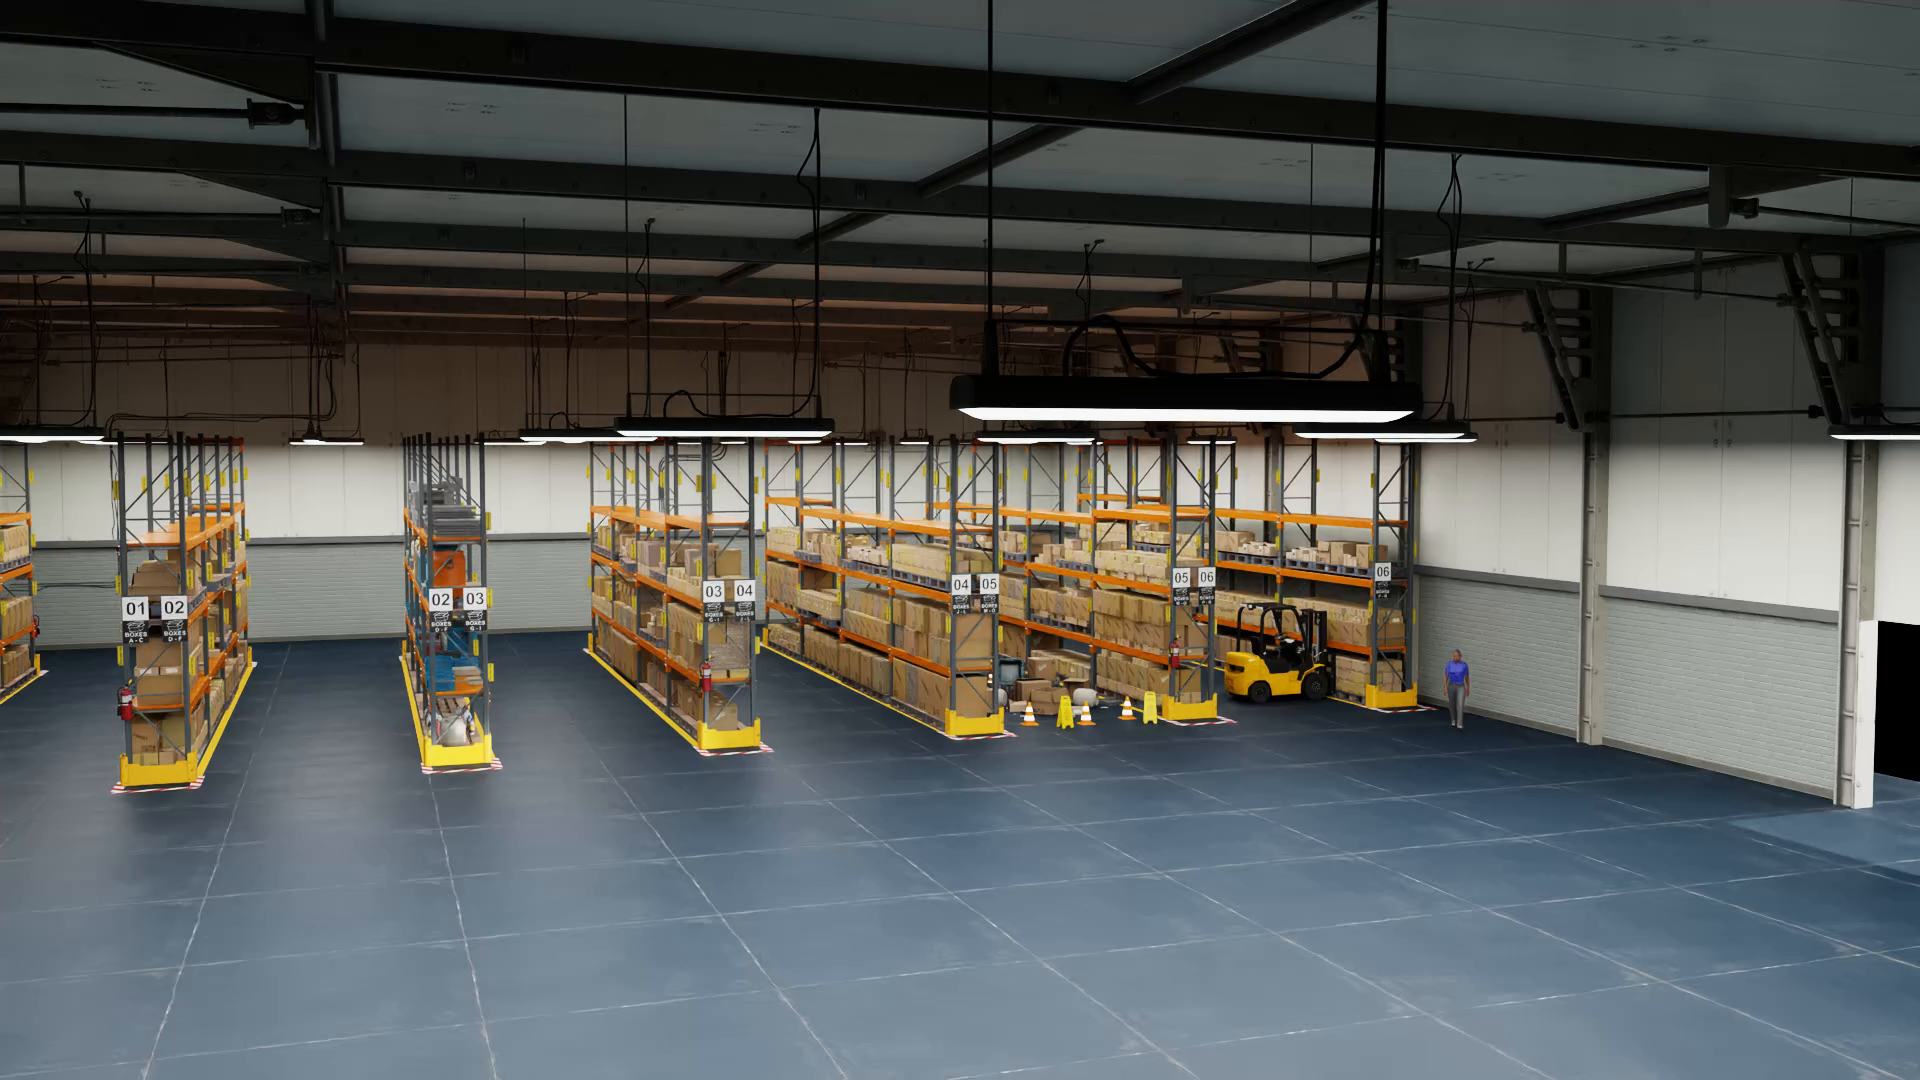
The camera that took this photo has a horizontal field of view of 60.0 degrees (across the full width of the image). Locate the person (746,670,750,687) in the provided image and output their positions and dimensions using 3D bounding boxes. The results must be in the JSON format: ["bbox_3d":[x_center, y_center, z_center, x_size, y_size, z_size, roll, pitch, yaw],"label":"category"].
[{"bbox_3d":[-5.277,2.658,39.848,0.514,1.684,1.117,-2,4,-36],"label":"person"}]

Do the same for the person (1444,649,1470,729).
[{"bbox_3d":[10.085,3.028,33.812,0.474,1.601,1.019,2,4,26],"label":"person"}]
